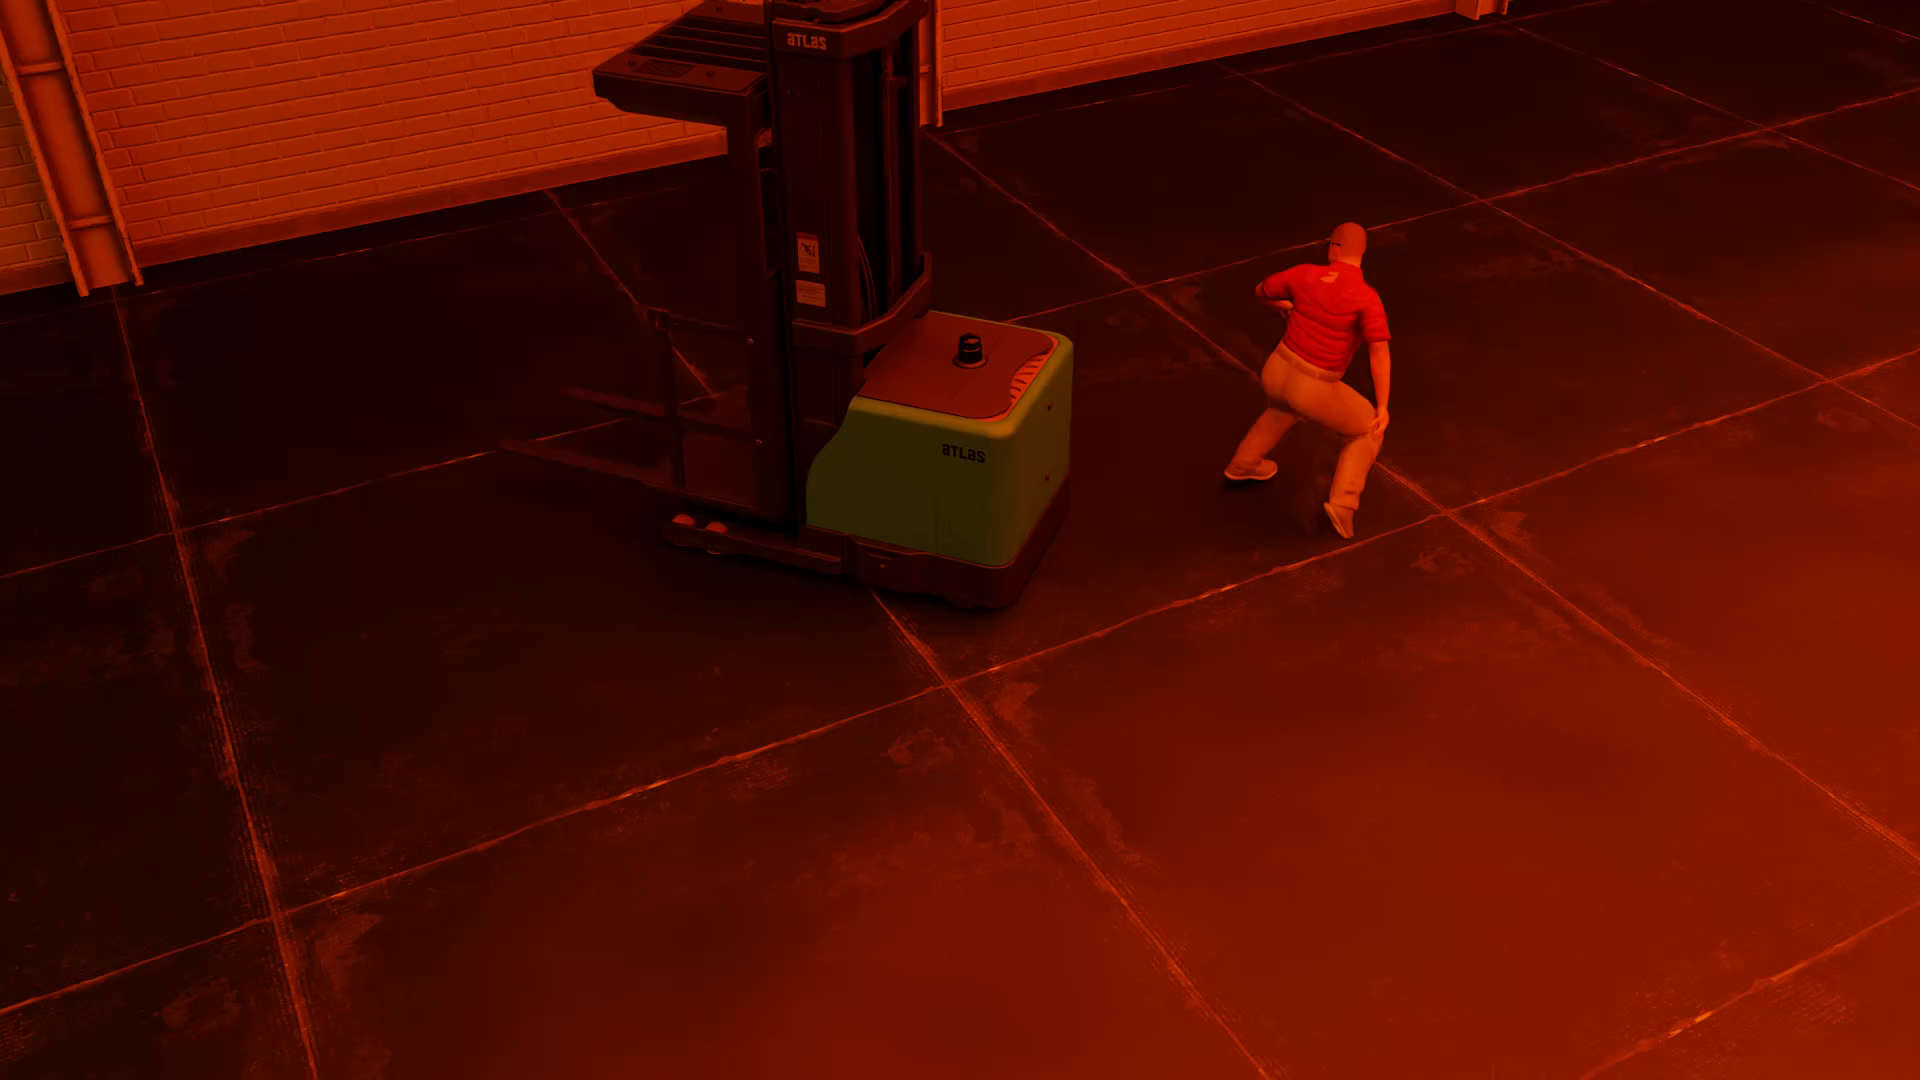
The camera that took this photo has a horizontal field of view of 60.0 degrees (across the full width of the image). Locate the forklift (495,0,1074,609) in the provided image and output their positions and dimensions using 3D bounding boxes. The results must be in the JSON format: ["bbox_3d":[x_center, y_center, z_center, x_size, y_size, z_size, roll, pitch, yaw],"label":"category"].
[{"bbox_3d":[-0.992,-1.390,8.089,3.031,2.935,1.130,13,37,17],"label":"forklift"}]

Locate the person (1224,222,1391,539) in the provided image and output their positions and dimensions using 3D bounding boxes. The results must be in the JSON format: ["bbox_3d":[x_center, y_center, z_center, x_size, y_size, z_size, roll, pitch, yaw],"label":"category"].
[{"bbox_3d":[1.880,-0.793,8.528,0.549,1.662,1.028,-26,43,-32],"label":"person"}]
